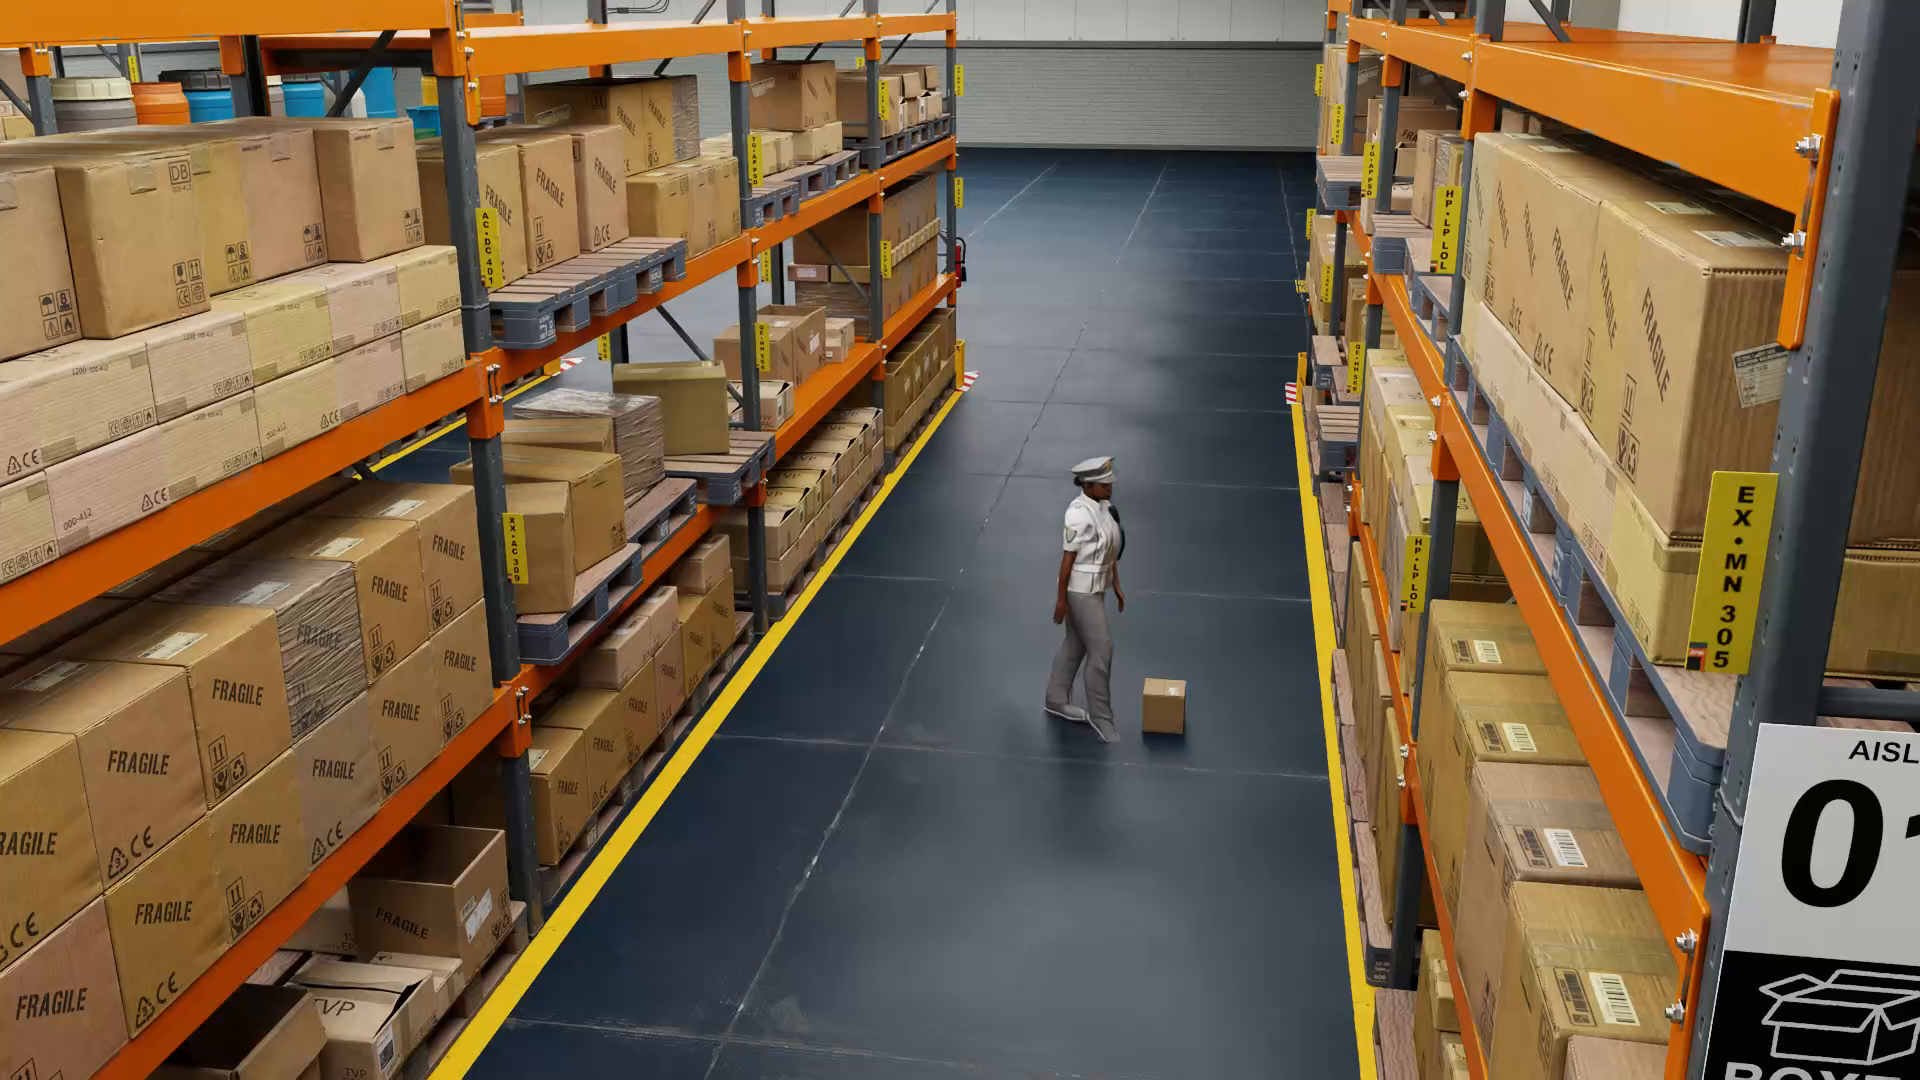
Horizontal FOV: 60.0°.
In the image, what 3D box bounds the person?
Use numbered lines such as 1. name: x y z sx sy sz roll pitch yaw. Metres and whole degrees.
1. person: 0.803 0.348 10.039 0.577 1.741 0.495 7 19 21
